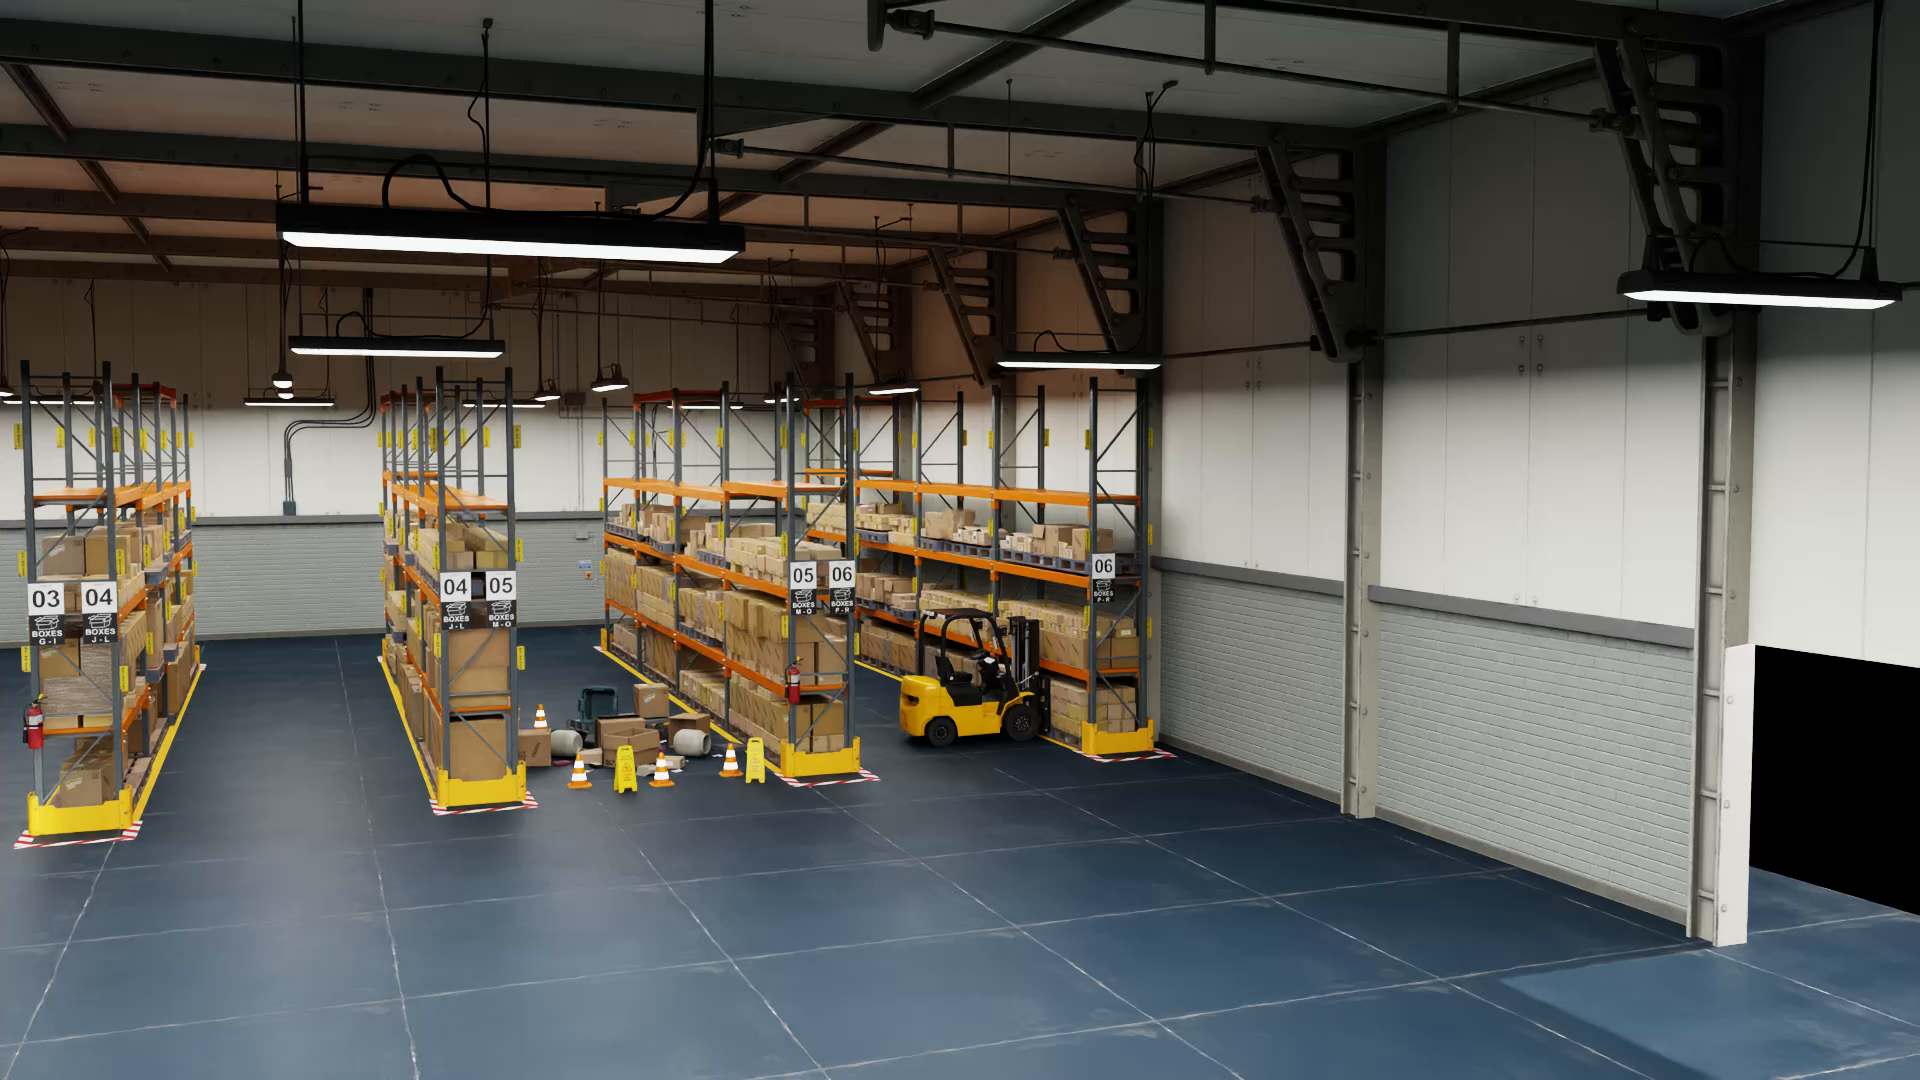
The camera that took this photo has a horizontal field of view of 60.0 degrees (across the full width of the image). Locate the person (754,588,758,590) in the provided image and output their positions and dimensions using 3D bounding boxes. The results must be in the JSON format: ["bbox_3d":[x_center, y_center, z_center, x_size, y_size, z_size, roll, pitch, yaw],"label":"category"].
[{"bbox_3d":[-5.062,1.649,42.121,0.981,1.640,0.515,-3,4,-38],"label":"person"}]
